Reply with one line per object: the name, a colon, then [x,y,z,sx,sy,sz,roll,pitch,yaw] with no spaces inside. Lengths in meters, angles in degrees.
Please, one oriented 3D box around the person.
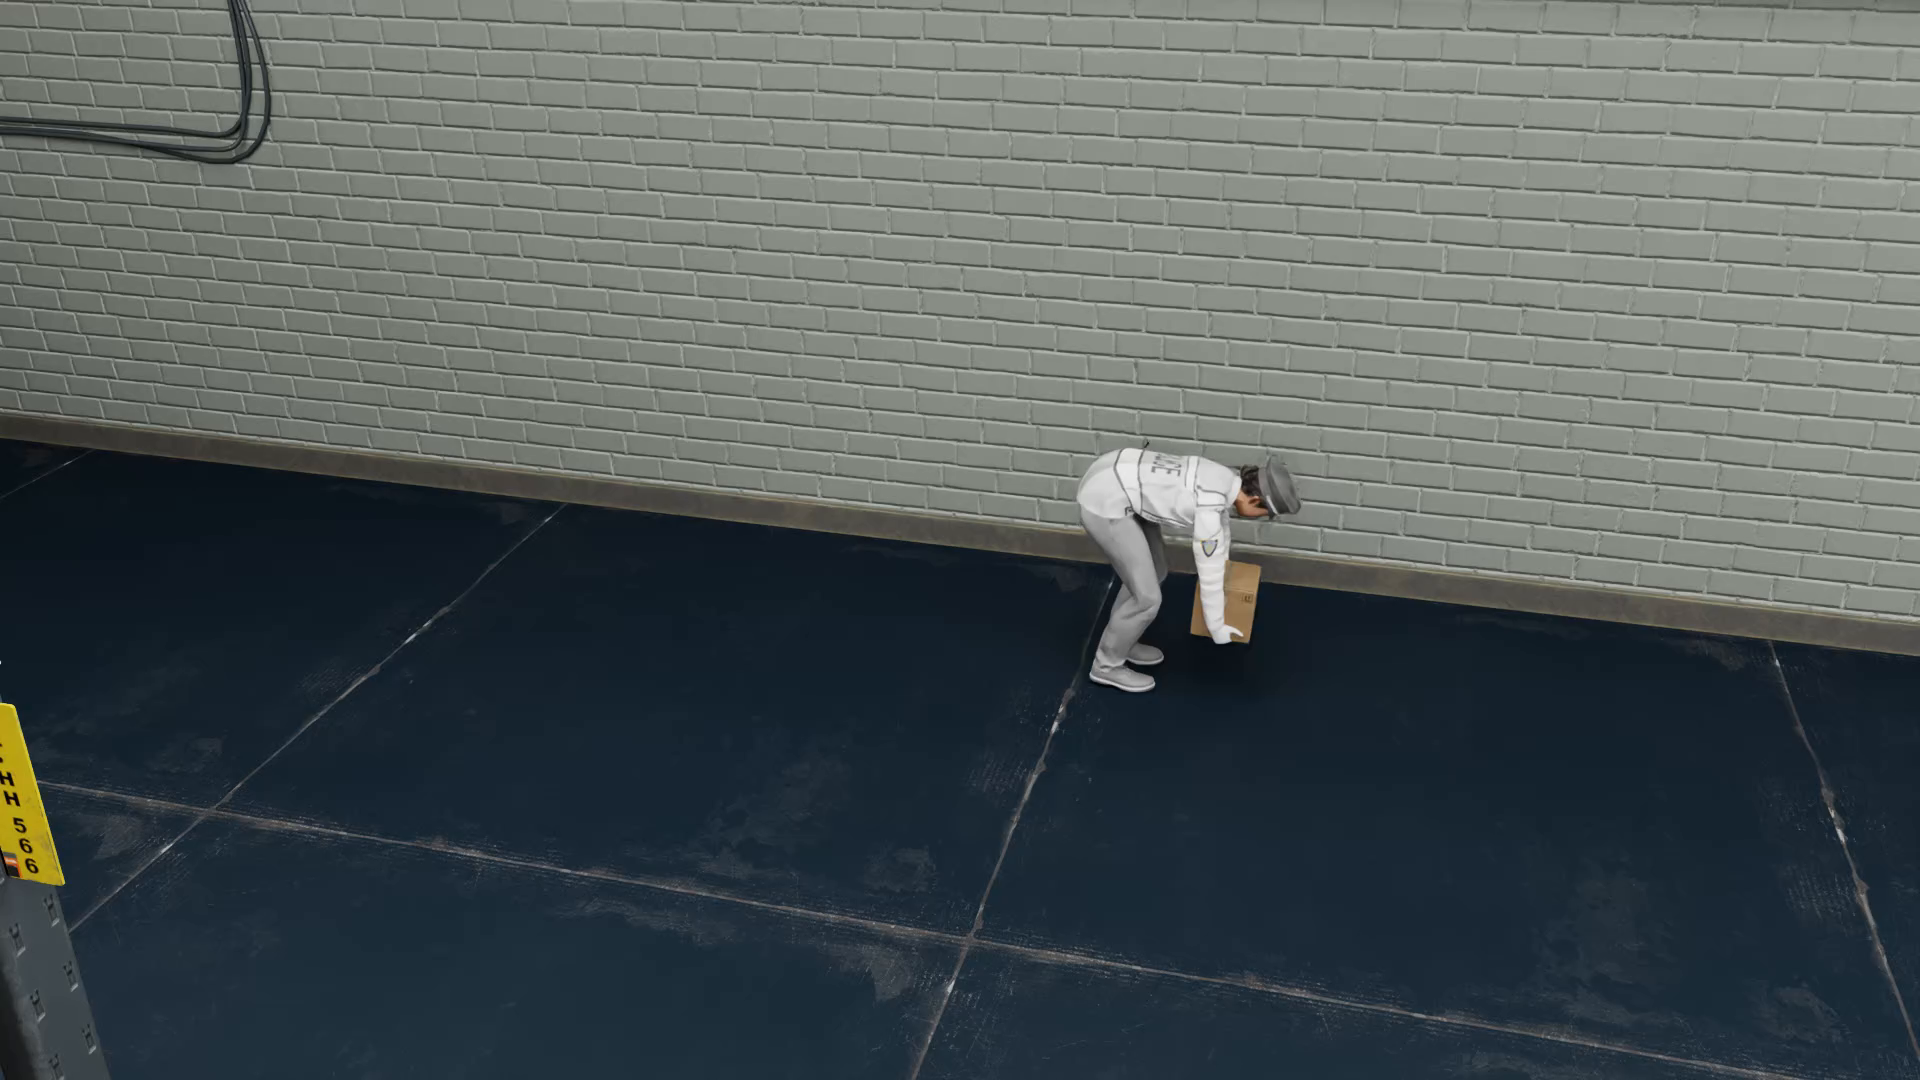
person: [0.948,0.121,7.052,0.926,1.065,0.417,5,26,11]
